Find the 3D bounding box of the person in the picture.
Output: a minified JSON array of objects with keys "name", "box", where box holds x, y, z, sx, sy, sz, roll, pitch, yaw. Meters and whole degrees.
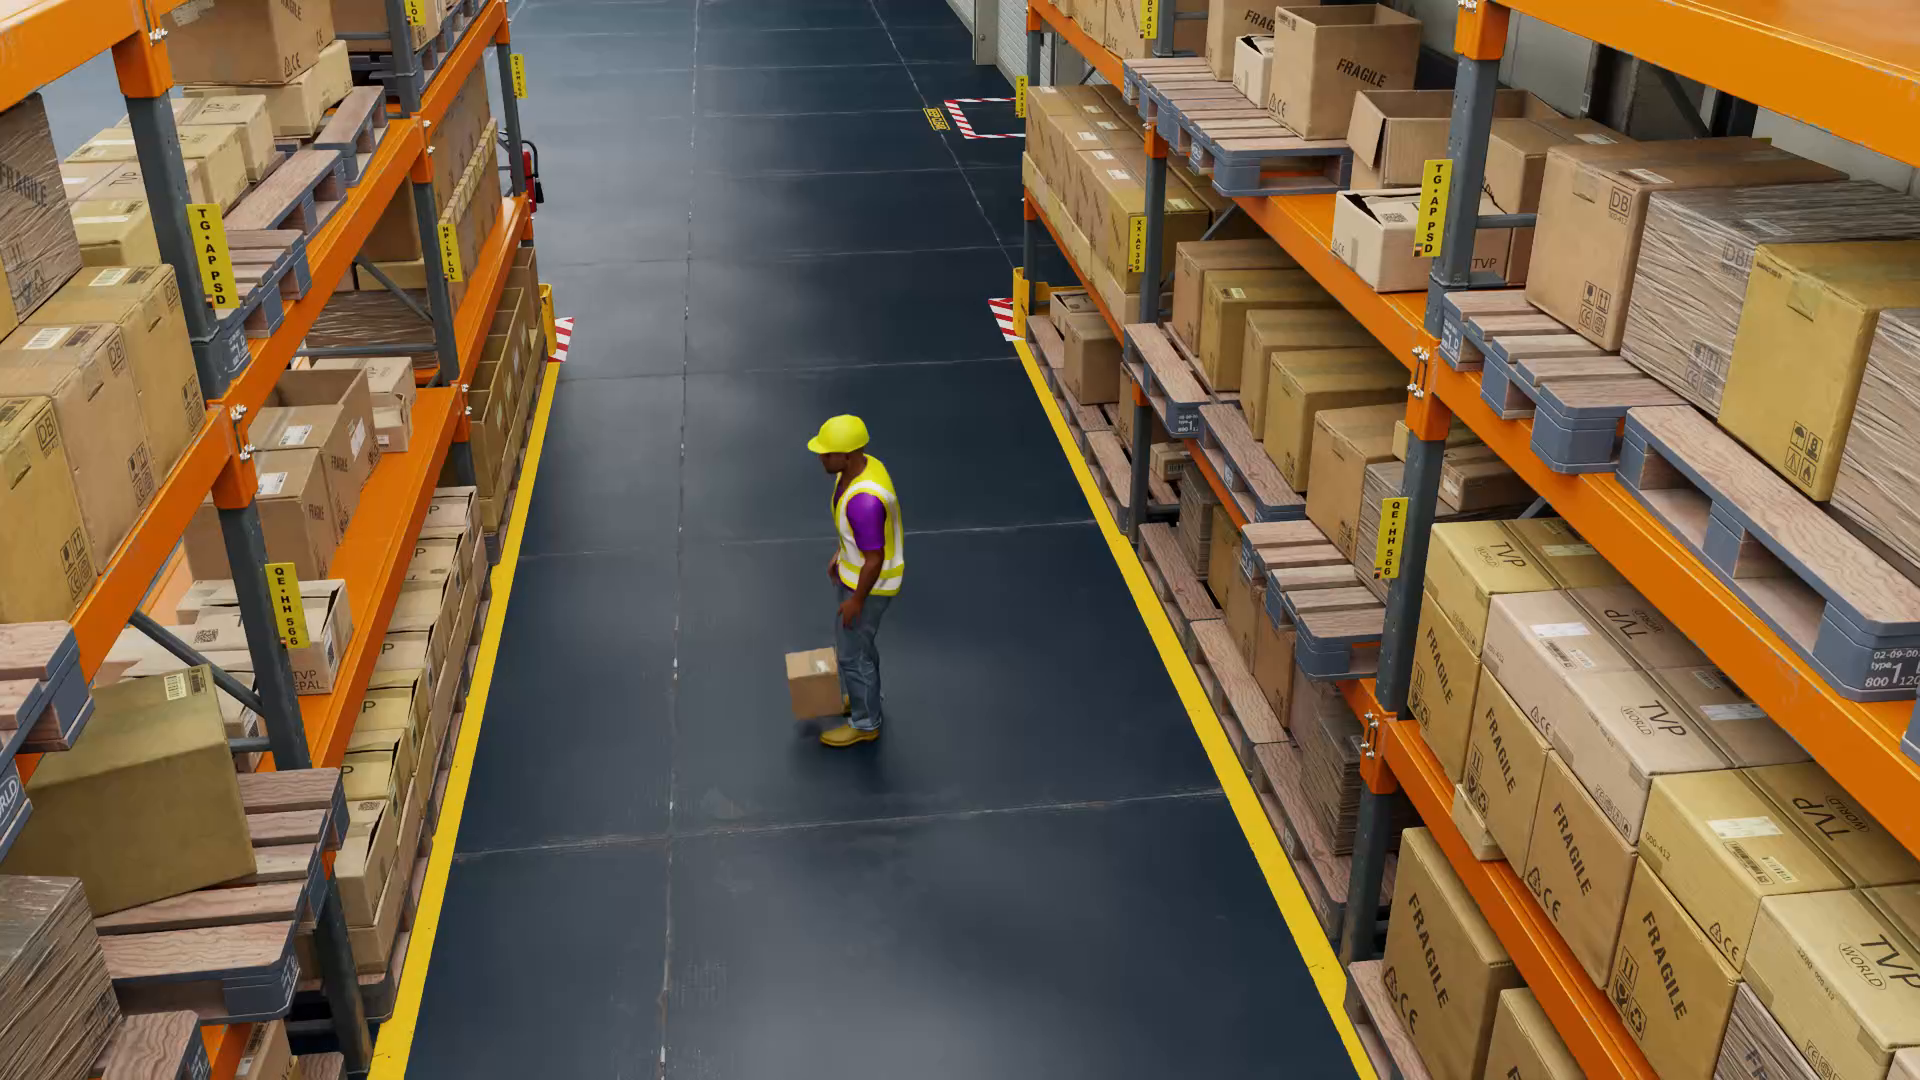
[{"name":"person","box":[-0.508,0.191,8.219,0.457,1.763,0.601,-4,27,-9]}]
